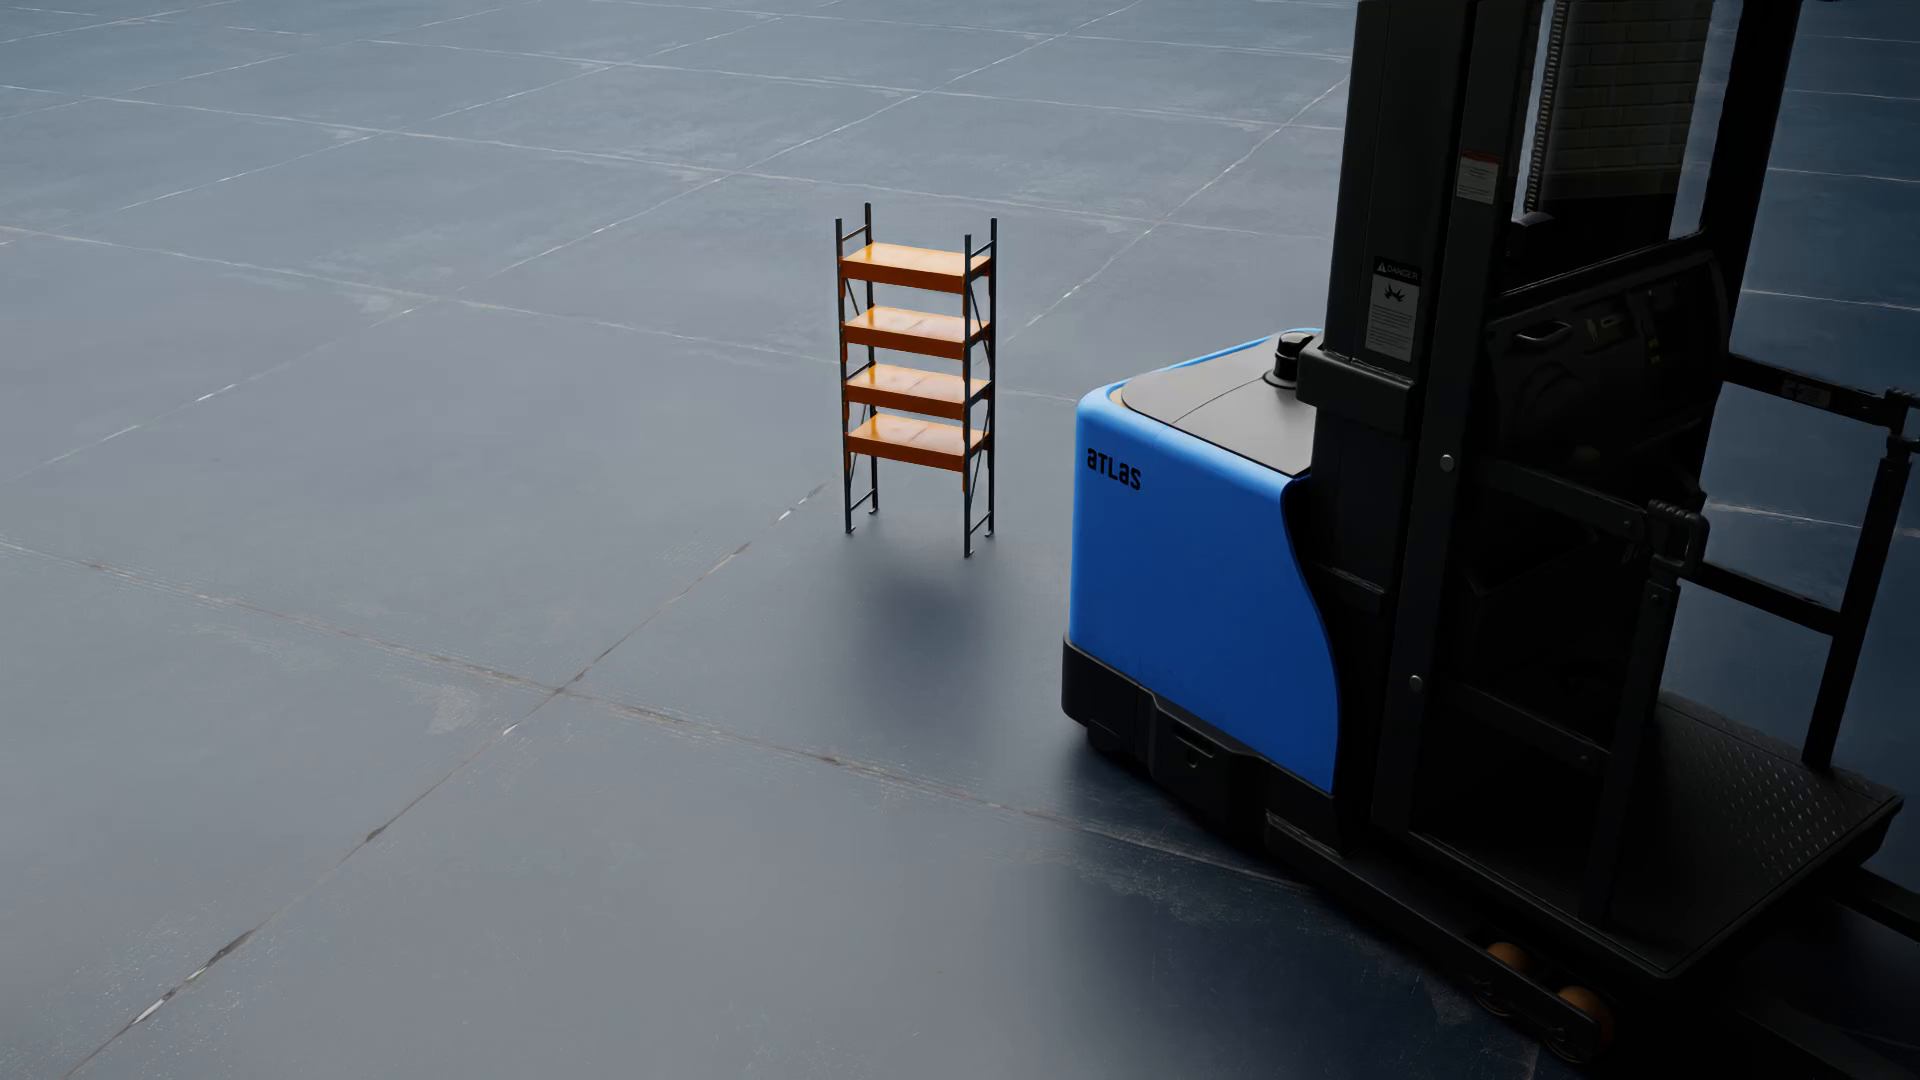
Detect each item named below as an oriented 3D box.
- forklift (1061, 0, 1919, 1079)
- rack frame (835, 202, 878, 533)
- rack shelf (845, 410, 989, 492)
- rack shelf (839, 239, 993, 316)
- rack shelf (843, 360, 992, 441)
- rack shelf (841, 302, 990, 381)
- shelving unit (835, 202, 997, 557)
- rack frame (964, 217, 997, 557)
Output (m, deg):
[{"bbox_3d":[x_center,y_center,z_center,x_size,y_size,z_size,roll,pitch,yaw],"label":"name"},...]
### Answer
[{"bbox_3d":[1.615,-0.379,3.639,1.130,2.935,3.031,-19,32,-34],"label":"forklift"},{"bbox_3d":[-0.373,-0.613,6.074,0.015,1.200,0.240,11,28,22],"label":"rack frame"},{"bbox_3d":[-0.151,-0.330,6.101,0.480,0.148,0.258,11,28,22],"label":"rack shelf"},{"bbox_3d":[-0.151,-0.921,5.810,0.480,0.148,0.258,11,28,22],"label":"rack shelf"},{"bbox_3d":[-0.151,-0.508,6.013,0.480,0.148,0.258,11,28,22],"label":"rack shelf"},{"bbox_3d":[-0.151,-0.709,5.914,0.480,0.148,0.258,11,28,22],"label":"rack shelf"},{"bbox_3d":[-0.151,-0.569,5.984,0.503,1.200,0.258,11,28,22],"label":"shelving unit"},{"bbox_3d":[0.071,-0.524,5.893,0.015,1.200,0.240,11,28,22],"label":"rack frame"}]
